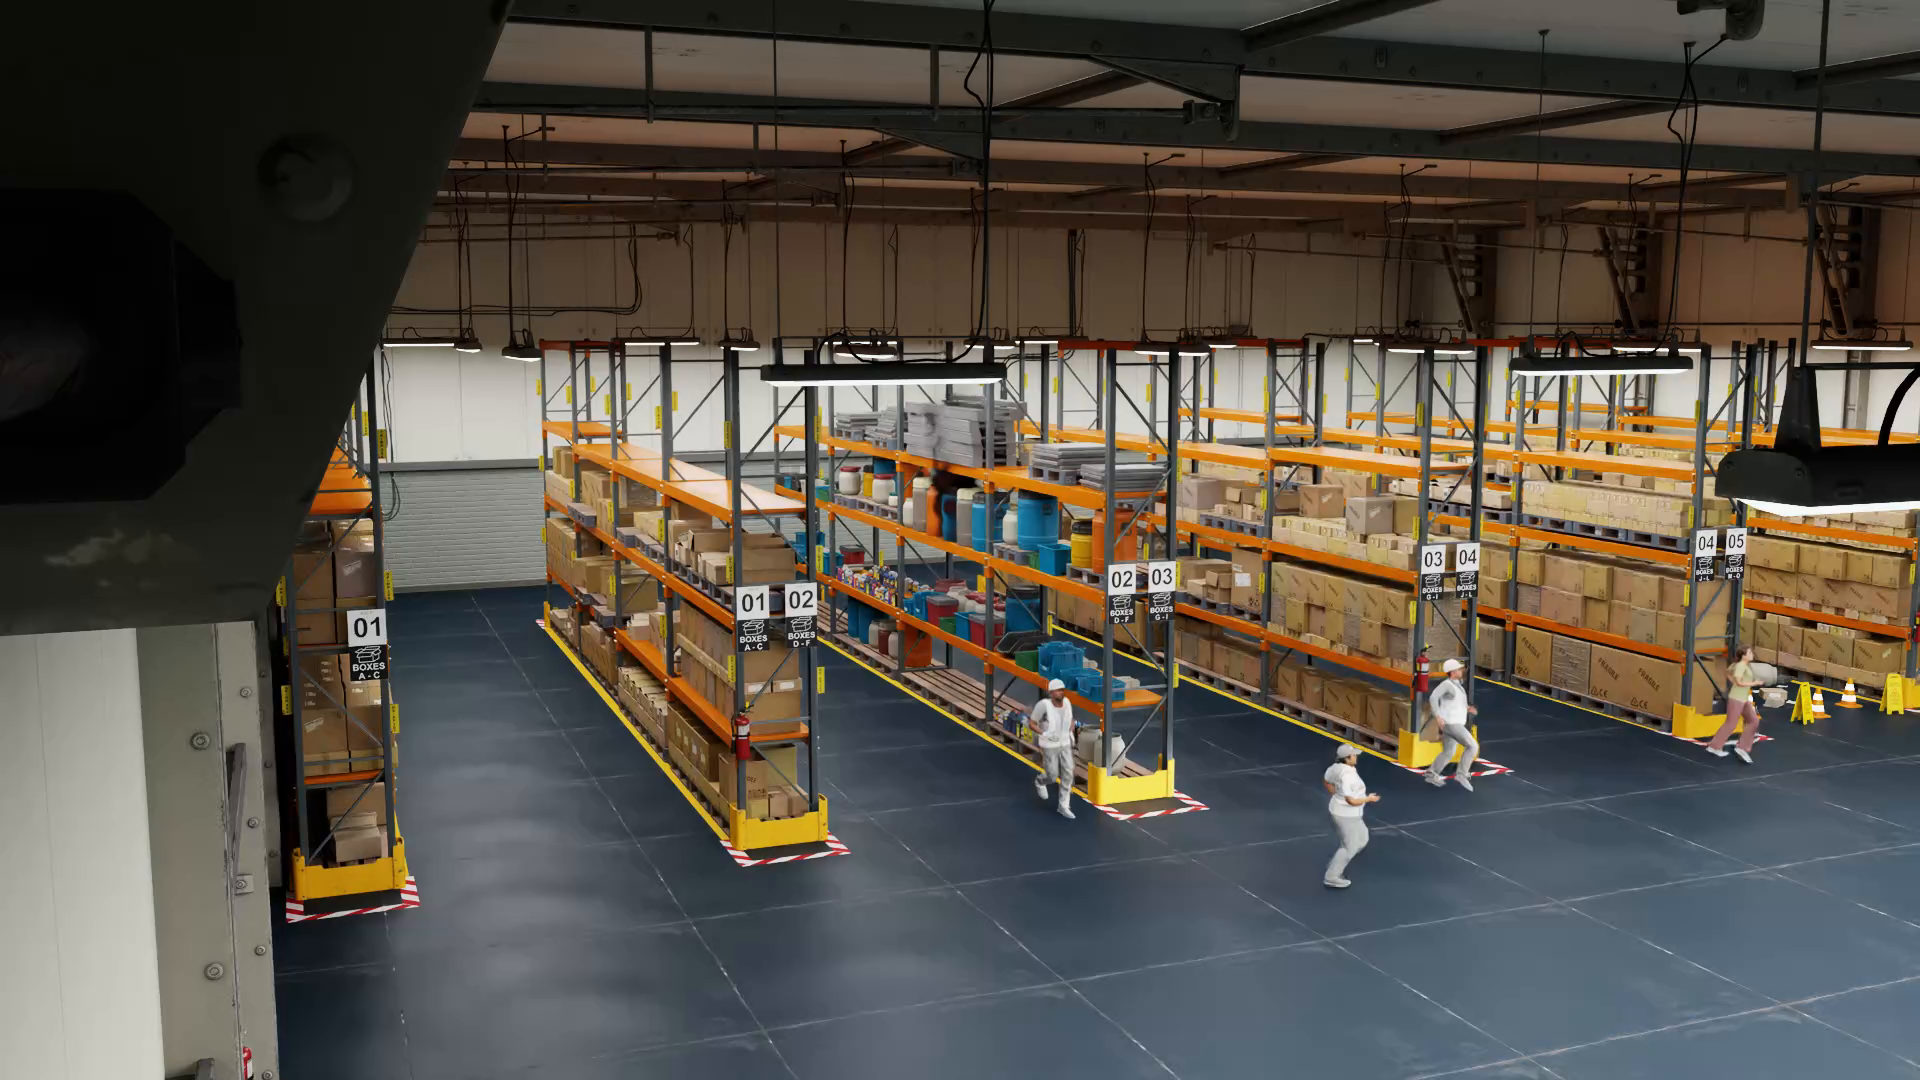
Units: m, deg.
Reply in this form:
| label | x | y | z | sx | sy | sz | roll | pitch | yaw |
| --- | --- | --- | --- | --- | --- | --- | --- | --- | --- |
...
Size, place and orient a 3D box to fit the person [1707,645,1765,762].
| label | x | y | z | sx | sy | sz | roll | pitch | yaw |
| --- | --- | --- | --- | --- | --- | --- | --- | --- | --- |
| person | 11.328 | 2.376 | 24.230 | 0.697 | 1.717 | 0.580 | 5 | 9 | 32 |

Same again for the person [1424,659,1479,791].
| label | x | y | z | sx | sy | sz | roll | pitch | yaw |
| --- | --- | --- | --- | --- | --- | --- | --- | --- | --- |
| person | 6.761 | 2.505 | 22.763 | 0.702 | 1.736 | 0.641 | 3 | 8 | 23 |

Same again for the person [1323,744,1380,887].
| label | x | y | z | sx | sy | sz | roll | pitch | yaw |
| --- | --- | --- | --- | --- | --- | --- | --- | --- | --- |
| person | 4.402 | 3.096 | 18.707 | 0.590 | 1.647 | 0.589 | 0 | 7 | 2 |

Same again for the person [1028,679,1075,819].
| label | x | y | z | sx | sy | sz | roll | pitch | yaw |
| --- | --- | --- | --- | --- | --- | --- | --- | --- | --- |
| person | 1.223 | 2.669 | 21.602 | 0.722 | 1.774 | 0.814 | -4 | 8 | -27 |
